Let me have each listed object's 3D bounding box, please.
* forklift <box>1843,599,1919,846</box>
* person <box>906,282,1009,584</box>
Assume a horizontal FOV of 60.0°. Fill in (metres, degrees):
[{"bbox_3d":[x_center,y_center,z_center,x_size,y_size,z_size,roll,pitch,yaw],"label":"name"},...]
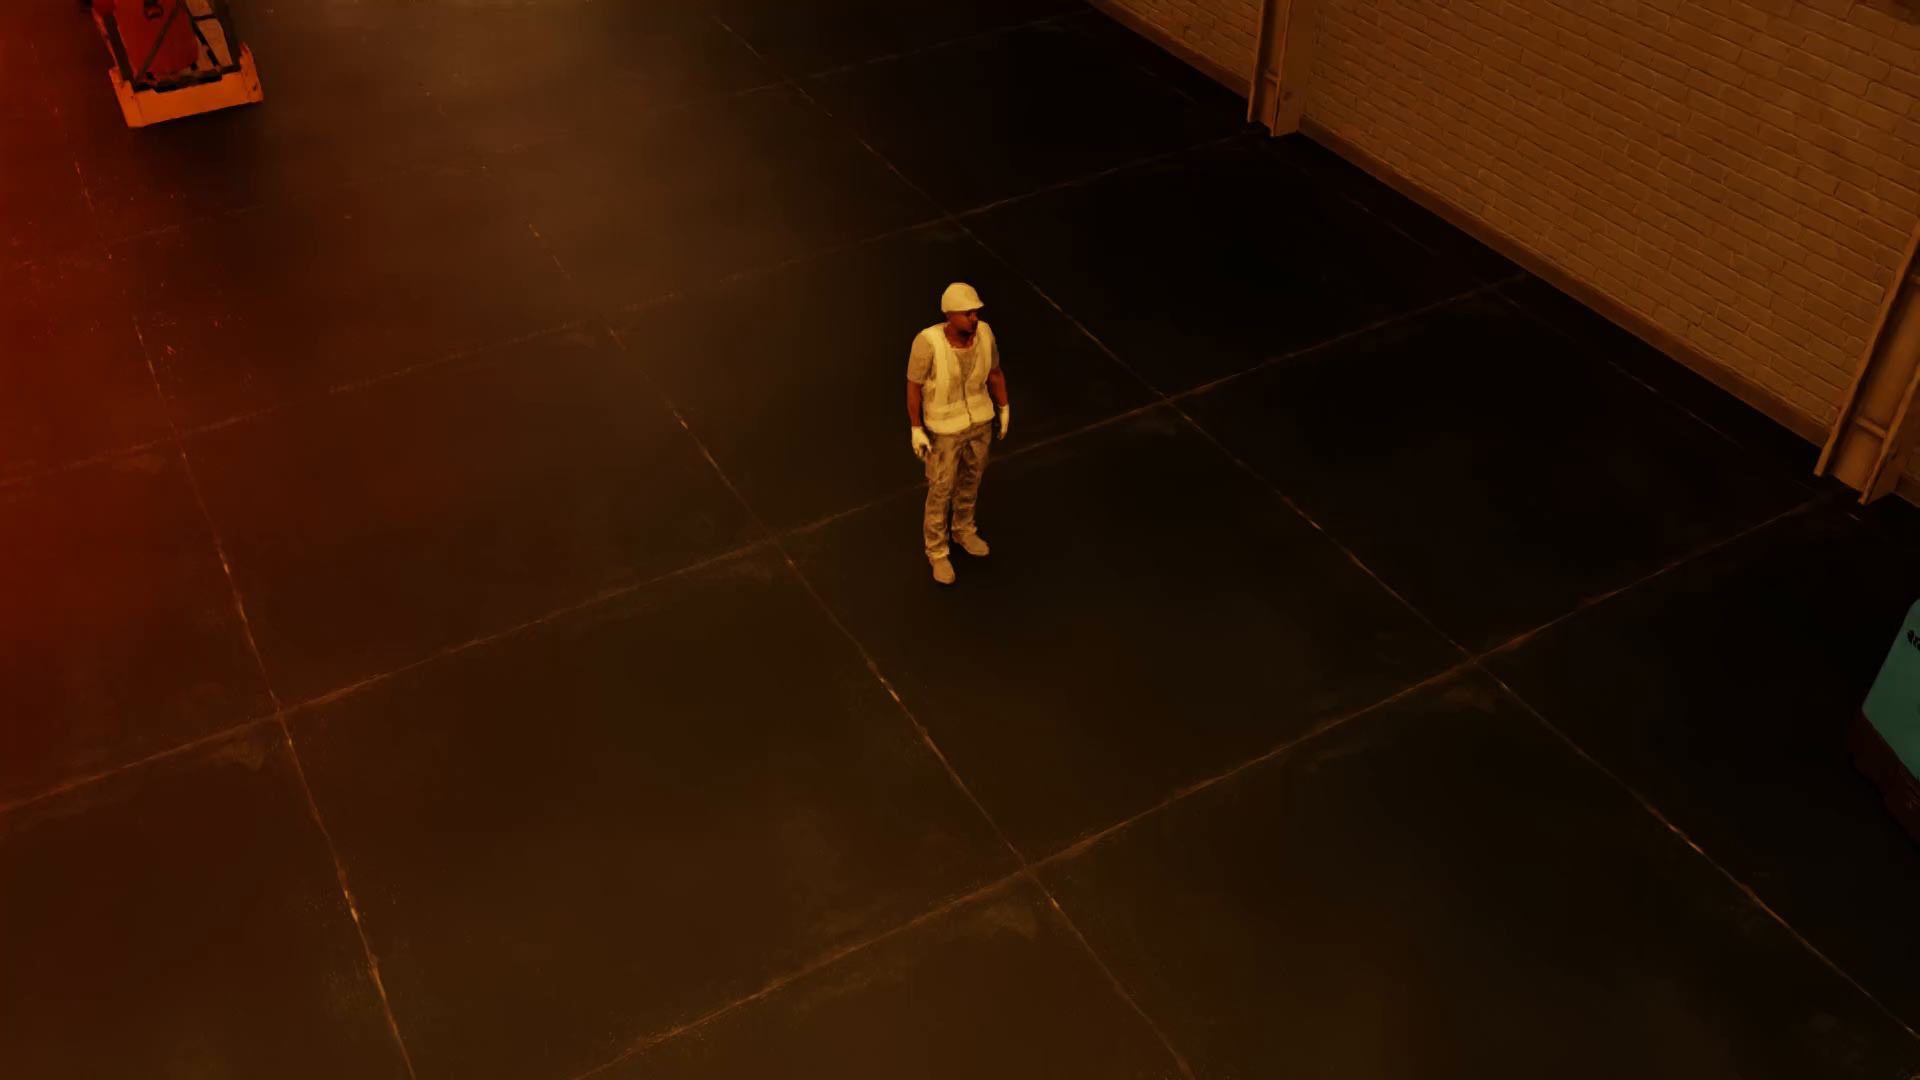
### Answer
[{"bbox_3d":[5.499,0.861,6.998,1.130,2.935,3.031,-7,40,-8],"label":"forklift"},{"bbox_3d":[0.030,-0.647,9.708,0.655,1.777,0.574,-20,44,-23],"label":"person"}]
